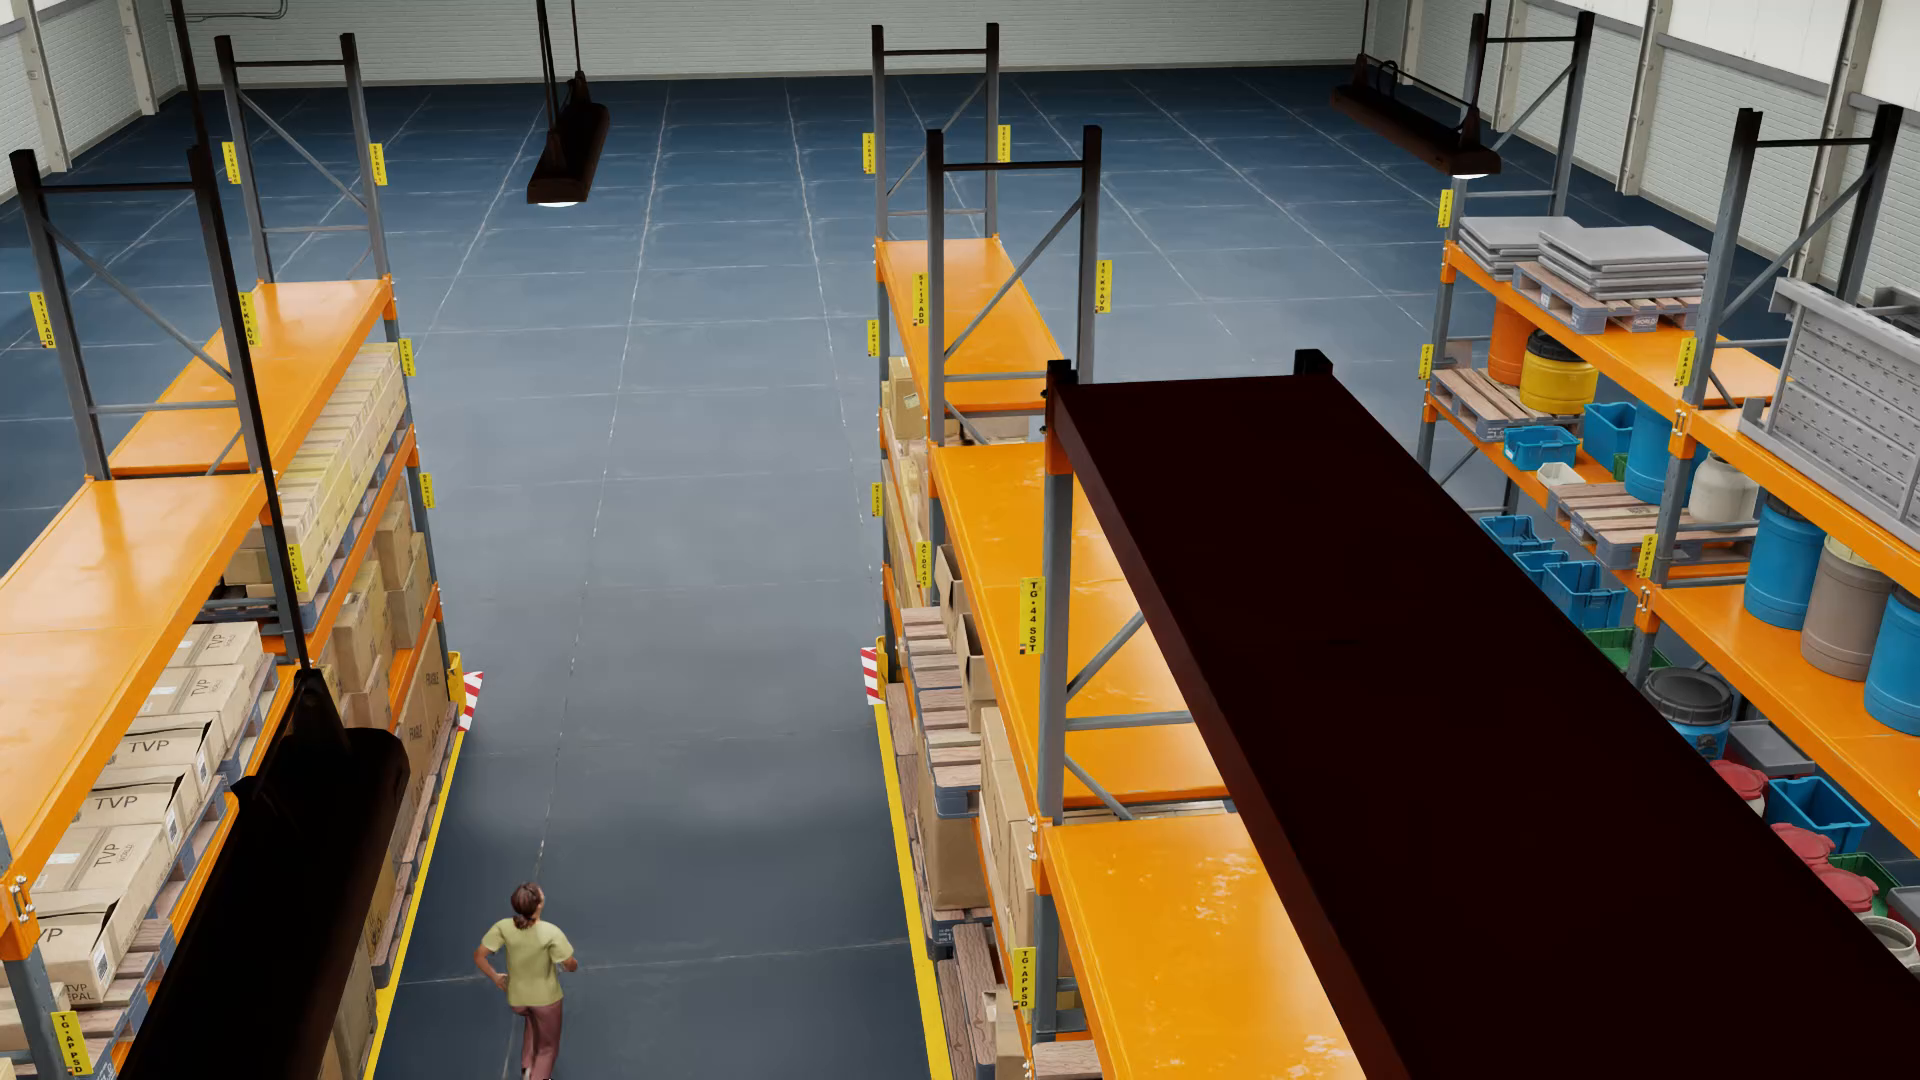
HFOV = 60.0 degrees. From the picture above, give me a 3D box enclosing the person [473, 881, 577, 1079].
[{"bbox_3d":[-2.733,2.917,10.554,0.627,1.587,0.685,2,26,5],"label":"person"}]
